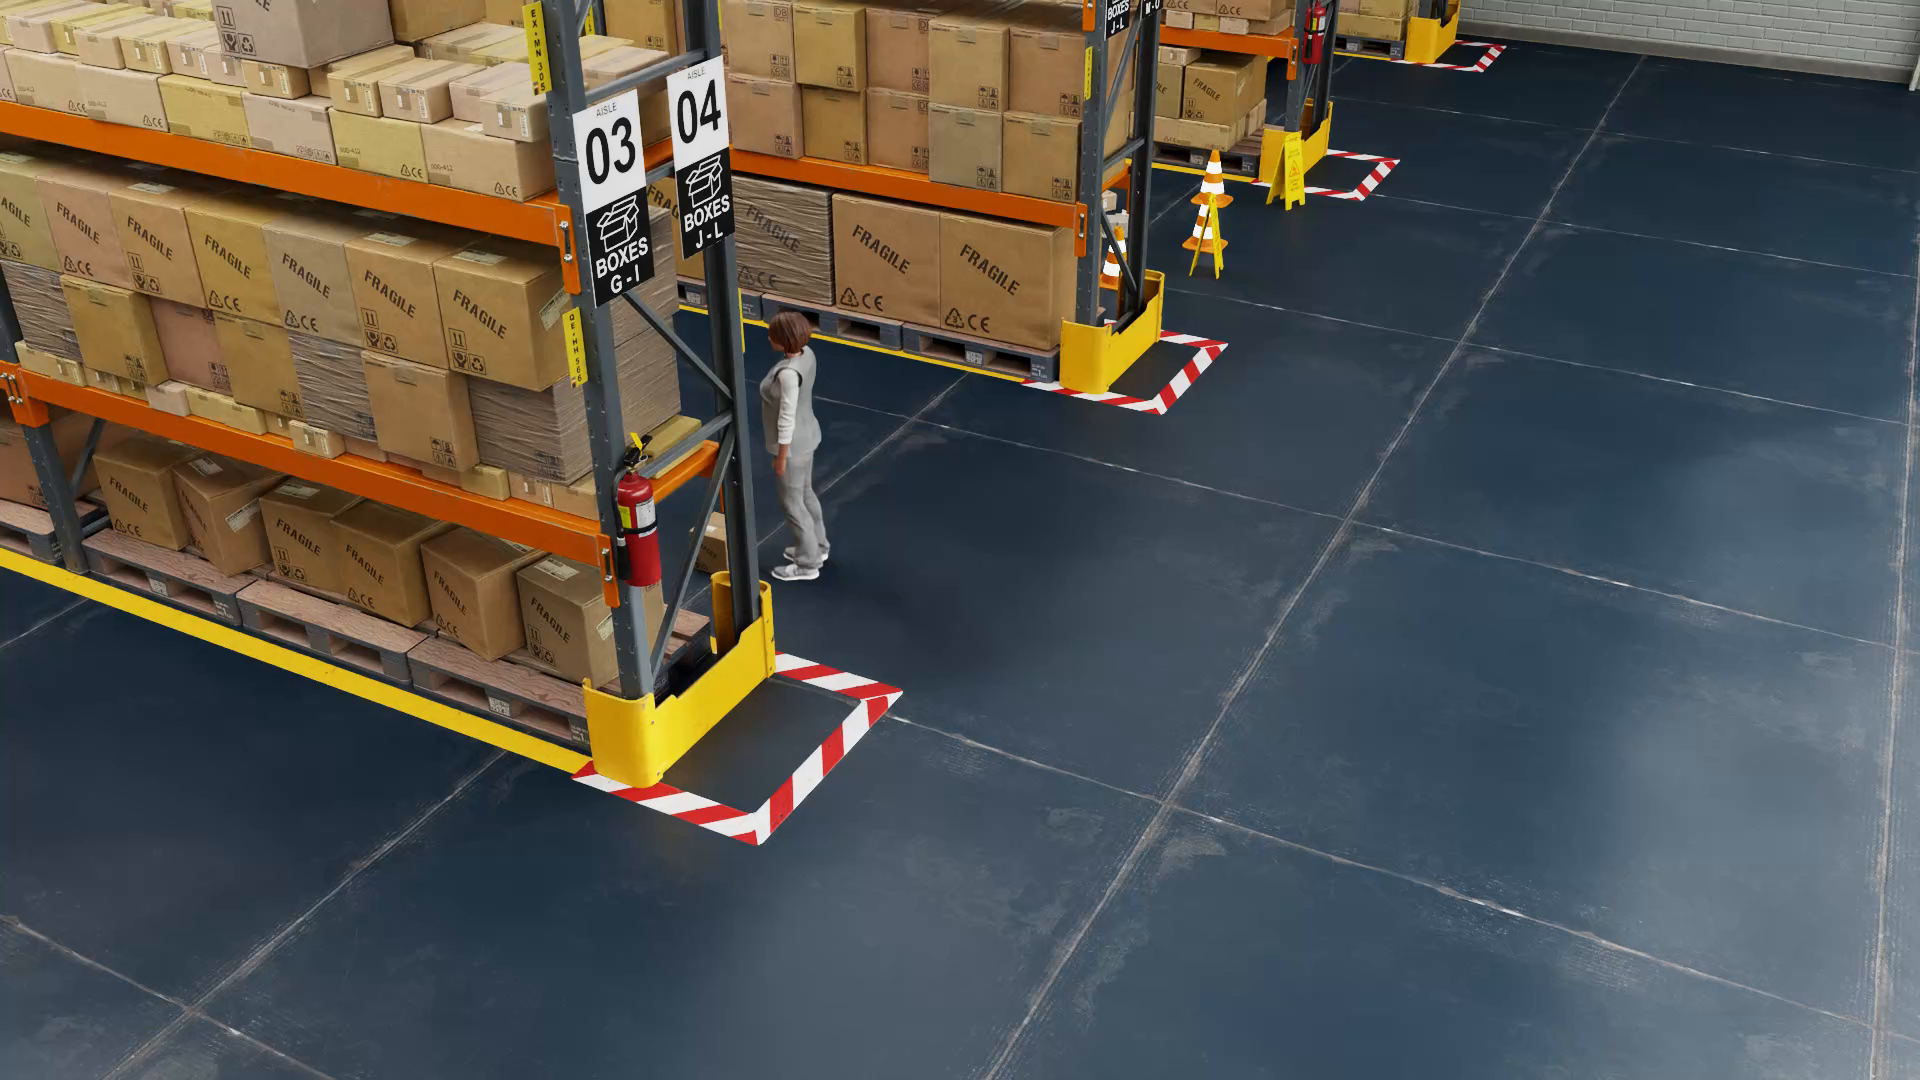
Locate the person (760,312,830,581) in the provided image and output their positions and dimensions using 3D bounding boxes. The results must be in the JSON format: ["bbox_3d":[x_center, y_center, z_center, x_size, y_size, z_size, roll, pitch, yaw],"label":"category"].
[{"bbox_3d":[-0.918,-0.507,9.164,0.309,1.596,0.404,5,31,8],"label":"person"}]
